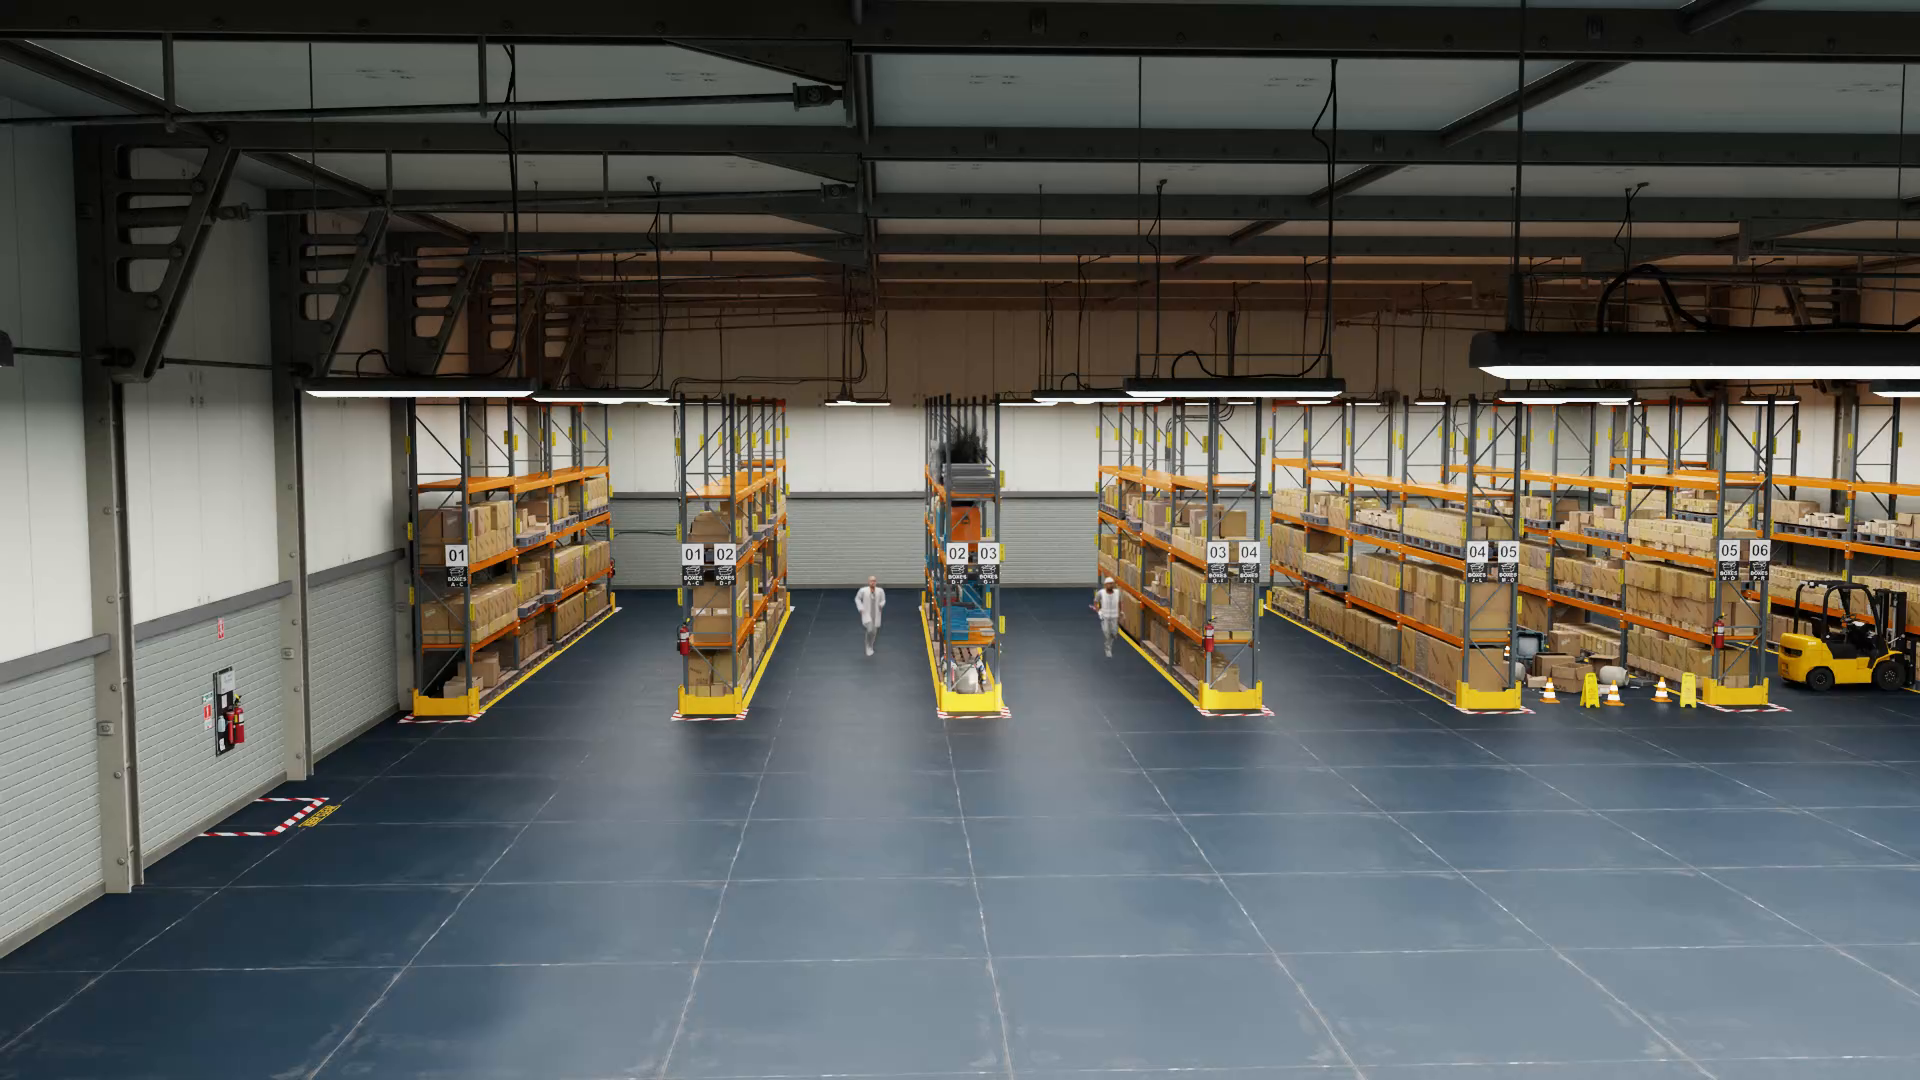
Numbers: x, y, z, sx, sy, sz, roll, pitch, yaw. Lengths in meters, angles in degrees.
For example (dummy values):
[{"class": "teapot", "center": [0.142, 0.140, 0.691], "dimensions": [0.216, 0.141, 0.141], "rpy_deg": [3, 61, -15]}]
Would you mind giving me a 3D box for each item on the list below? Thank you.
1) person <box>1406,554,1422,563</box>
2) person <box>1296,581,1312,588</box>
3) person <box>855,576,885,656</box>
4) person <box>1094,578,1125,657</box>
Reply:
[{"class": "person", "center": [13.421, 1.005, 49.390], "dimensions": [0.753, 1.729, 0.575], "rpy_deg": [0, 5, -4]}, {"class": "person", "center": [10.261, 1.033, 49.021], "dimensions": [0.525, 1.692, 0.906], "rpy_deg": [4, 6, 43]}, {"class": "person", "center": [-1.949, 1.684, 36.715], "dimensions": [0.627, 1.777, 0.760], "rpy_deg": [-2, 5, -19]}, {"class": "person", "center": [3.268, 1.681, 36.602], "dimensions": [0.664, 1.740, 0.580], "rpy_deg": [-1, 5, -7]}]
